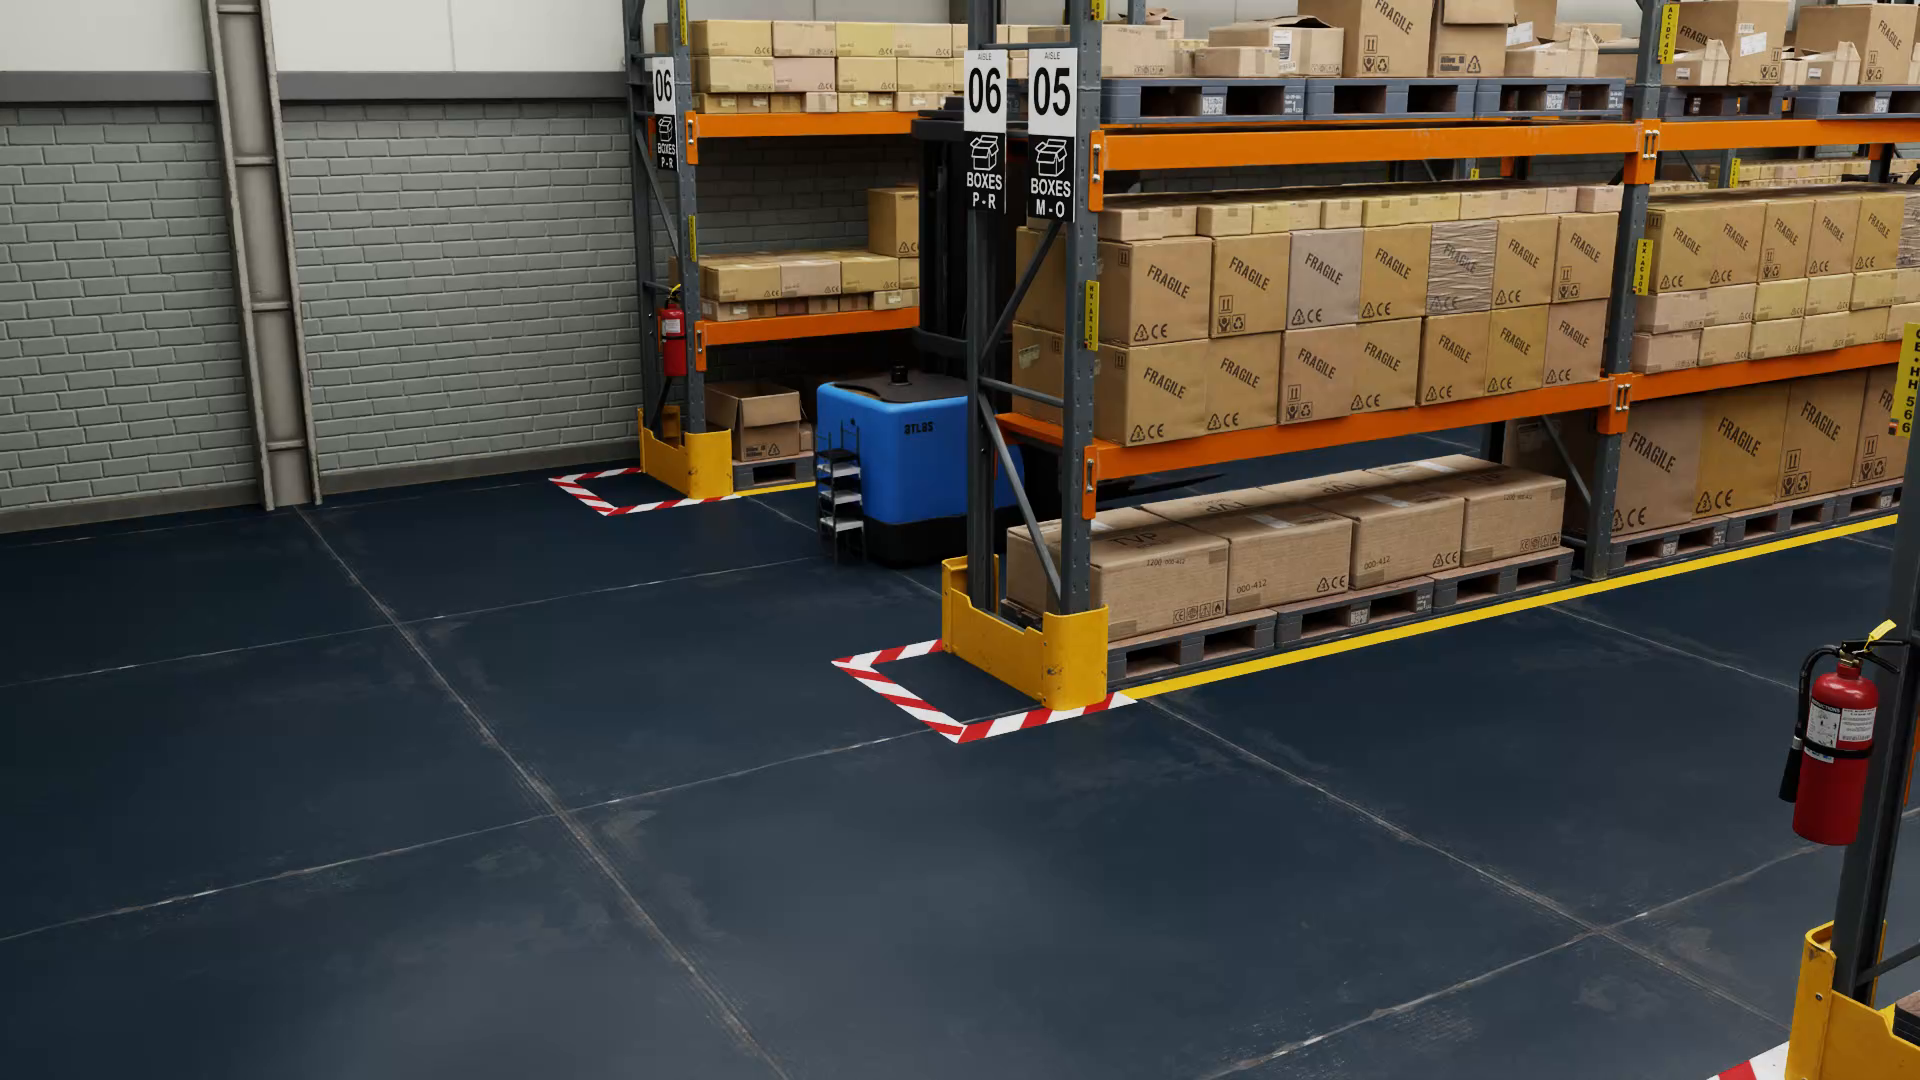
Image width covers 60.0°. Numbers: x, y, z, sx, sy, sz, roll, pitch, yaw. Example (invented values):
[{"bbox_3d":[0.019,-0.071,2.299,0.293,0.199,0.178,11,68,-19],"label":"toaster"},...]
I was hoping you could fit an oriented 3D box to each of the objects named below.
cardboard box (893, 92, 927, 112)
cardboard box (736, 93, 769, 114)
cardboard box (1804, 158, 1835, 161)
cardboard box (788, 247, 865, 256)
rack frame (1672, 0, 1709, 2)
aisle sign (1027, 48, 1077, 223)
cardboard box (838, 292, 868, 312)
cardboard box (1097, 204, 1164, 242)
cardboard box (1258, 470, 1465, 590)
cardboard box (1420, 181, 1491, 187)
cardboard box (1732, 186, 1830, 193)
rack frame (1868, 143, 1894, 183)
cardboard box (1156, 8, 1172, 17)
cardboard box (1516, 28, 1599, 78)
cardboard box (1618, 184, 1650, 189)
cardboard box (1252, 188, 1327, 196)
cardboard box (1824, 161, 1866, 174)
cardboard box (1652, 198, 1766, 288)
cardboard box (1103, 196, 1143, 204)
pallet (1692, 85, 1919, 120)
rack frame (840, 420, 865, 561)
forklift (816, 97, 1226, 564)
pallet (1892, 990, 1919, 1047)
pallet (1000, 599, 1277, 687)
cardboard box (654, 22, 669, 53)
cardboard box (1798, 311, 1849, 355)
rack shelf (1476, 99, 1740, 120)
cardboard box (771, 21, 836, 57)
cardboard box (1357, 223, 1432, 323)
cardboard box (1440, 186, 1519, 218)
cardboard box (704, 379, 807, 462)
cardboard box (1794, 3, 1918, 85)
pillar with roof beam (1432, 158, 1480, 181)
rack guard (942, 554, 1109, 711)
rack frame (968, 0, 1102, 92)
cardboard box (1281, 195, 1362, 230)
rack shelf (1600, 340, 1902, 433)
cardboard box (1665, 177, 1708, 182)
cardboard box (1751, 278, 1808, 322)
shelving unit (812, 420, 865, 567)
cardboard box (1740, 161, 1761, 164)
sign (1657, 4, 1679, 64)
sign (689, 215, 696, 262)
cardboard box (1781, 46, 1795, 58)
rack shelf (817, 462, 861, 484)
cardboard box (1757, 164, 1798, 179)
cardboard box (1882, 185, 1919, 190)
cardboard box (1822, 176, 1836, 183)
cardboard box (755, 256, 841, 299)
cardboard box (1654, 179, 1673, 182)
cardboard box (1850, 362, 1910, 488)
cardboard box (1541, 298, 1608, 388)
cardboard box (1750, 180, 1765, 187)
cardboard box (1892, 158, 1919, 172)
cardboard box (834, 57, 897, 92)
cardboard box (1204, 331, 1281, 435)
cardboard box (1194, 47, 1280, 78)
[{"bbox_3d":[-0.457,-3.393,12.864,0.250,0.149,0.380,-9,18,-30],"label":"cardboard box"},{"bbox_3d":[-1.610,-3.245,12.336,0.250,0.149,0.380,-9,18,-29],"label":"cardboard box"},{"bbox_3d":[10.209,-4.477,19.885,0.250,0.149,0.380,-9,18,-28],"label":"cardboard box"},{"bbox_3d":[-1.087,-2.224,13.512,0.500,0.250,0.500,-9,18,-28],"label":"cardboard box"},{"bbox_3d":[8.072,-6.445,17.730,0.127,3.000,1.000,-9,18,-30],"label":"rack frame"},{"bbox_3d":[0.433,-1.915,7.868,0.004,0.787,0.394,-9,18,-30],"label":"aisle sign"},{"bbox_3d":[-0.917,-1.899,13.094,0.250,0.149,0.380,-9,18,-29],"label":"cardboard box"},{"bbox_3d":[0.792,-1.568,8.205,0.250,0.149,0.380,-9,18,-29],"label":"cardboard box"},{"bbox_3d":[2.413,-0.078,10.099,0.875,0.438,0.875,-10,18,-31],"label":"cardboard box"},{"bbox_3d":[2.961,-2.070,9.997,0.250,0.149,0.380,-9,18,-30],"label":"cardboard box"},{"bbox_3d":[5.782,-2.231,11.772,0.500,0.500,0.500,-9,18,-28],"label":"cardboard box"},{"bbox_3d":[7.203,-1.852,12.461,0.127,3.000,1.000,-9,18,-30],"label":"rack frame"},{"bbox_3d":[1.651,-4.464,14.402,0.258,0.266,0.396,-9,18,-30],"label":"cardboard box"},{"bbox_3d":[3.391,-2.764,9.440,0.258,0.266,0.396,-9,18,-28],"label":"cardboard box"},{"bbox_3d":[7.031,-3.667,17.547,0.250,0.149,0.380,-10,18,-31],"label":"cardboard box"},{"bbox_3d":[1.850,-1.901,9.394,0.250,0.149,0.380,-9,18,-28],"label":"cardboard box"},{"bbox_3d":[10.260,-4.317,19.315,0.250,0.149,0.380,-9,18,-29],"label":"cardboard box"},{"bbox_3d":[4.721,-1.898,10.585,0.500,0.500,0.500,-9,18,-30],"label":"cardboard box"},{"bbox_3d":[0.755,-1.719,8.747,0.250,0.149,0.380,-9,18,-29],"label":"cardboard box"},{"bbox_3d":[5.721,-2.948,11.161,1.213,0.211,1.003,-8,18,-27],"label":"pallet"},{"bbox_3d":[-0.701,-0.321,10.858,0.006,0.900,0.240,-12,20,-30],"label":"rack frame"},{"bbox_3d":[0.532,-1.542,11.482,3.031,2.935,1.130,-10,19,-32],"label":"forklift"},{"bbox_3d":[3.761,1.618,5.246,1.213,0.211,1.003,-9,18,-30],"label":"pallet"},{"bbox_3d":[0.990,0.473,9.331,1.213,0.211,1.003,-9,18,-30],"label":"pallet"},{"bbox_3d":[-1.977,-3.771,12.547,0.500,0.250,0.500,-10,18,-31],"label":"cardboard box"},{"bbox_3d":[5.611,-1.431,11.237,0.500,0.250,0.500,-10,18,-31],"label":"cardboard box"},{"bbox_3d":[6.358,-4.376,17.240,4.000,0.370,1.077,-9,18,-30],"label":"rack shelf"},{"bbox_3d":[-1.259,-3.714,12.346,0.500,0.250,0.500,-9,18,-30],"label":"cardboard box"},{"bbox_3d":[2.207,-1.487,9.120,0.500,0.500,0.500,-9,18,-29],"label":"cardboard box"},{"bbox_3d":[2.965,-1.939,9.529,0.250,0.149,0.380,-9,18,-30],"label":"cardboard box"},{"bbox_3d":[-1.641,-0.952,13.094,0.637,0.503,0.797,-10,19,-32],"label":"cardboard box"},{"bbox_3d":[5.841,-3.235,10.872,0.500,0.500,0.500,-9,18,-29],"label":"cardboard box"},{"bbox_3d":[7.514,-5.283,13.583,0.400,9.000,9.100,-9,18,-30],"label":"pillar with roof beam"},{"bbox_3d":[0.325,0.467,8.819,0.348,0.500,1.175,-9,18,-30],"label":"rack guard"},{"bbox_3d":[0.345,-3.629,7.684,0.127,3.000,1.000,-9,18,-30],"label":"rack frame"},{"bbox_3d":[1.912,-1.745,8.836,0.250,0.149,0.380,-9,18,-29],"label":"cardboard box"},{"bbox_3d":[5.488,-1.228,11.566,4.000,0.370,1.077,-9,18,-30],"label":"rack shelf"},{"bbox_3d":[8.215,-4.021,18.810,0.250,0.149,0.380,-9,18,-30],"label":"cardboard box"},{"bbox_3d":[5.175,-1.604,10.926,0.500,0.250,0.500,-9,18,-29],"label":"cardboard box"},{"bbox_3d":[-0.787,-0.303,10.807,0.210,0.900,0.258,-12,20,-30],"label":"shelving unit"},{"bbox_3d":[9.061,-4.320,19.326,0.250,0.149,0.380,-10,18,-31],"label":"cardboard box"},{"bbox_3d":[4.061,-2.900,9.535,0.005,0.325,0.100,-9,18,-30],"label":"sign"},{"bbox_3d":[-1.935,-2.180,12.024,0.005,0.325,0.100,-9,18,-30],"label":"sign"},{"bbox_3d":[8.911,-5.267,18.288,0.500,0.311,0.500,-9,18,-29],"label":"cardboard box"},{"bbox_3d":[-0.791,-0.443,10.765,0.200,0.077,0.258,-12,20,-30],"label":"rack shelf"},{"bbox_3d":[9.163,-4.143,18.693,0.250,0.149,0.380,-9,18,-28],"label":"cardboard box"},{"bbox_3d":[6.894,-2.250,11.840,0.500,0.500,0.500,-10,18,-31],"label":"cardboard box"},{"bbox_3d":[9.816,-4.111,19.130,0.250,0.149,0.380,-10,18,-31],"label":"cardboard box"},{"bbox_3d":[-1.255,-2.030,12.822,0.500,0.250,0.500,-9,18,-29],"label":"cardboard box"},{"bbox_3d":[7.660,-3.918,18.441,0.250,0.149,0.380,-10,18,-31],"label":"cardboard box"},{"bbox_3d":[6.568,-0.955,12.417,0.875,0.875,0.875,-9,18,-30],"label":"cardboard box"},{"bbox_3d":[3.508,-1.221,10.023,0.500,0.500,0.500,-9,18,-29],"label":"cardboard box"},{"bbox_3d":[8.702,-3.937,18.509,0.250,0.149,0.380,-9,18,-28],"label":"cardboard box"},{"bbox_3d":[11.302,-4.518,20.030,0.250,0.149,0.380,-9,18,-30],"label":"cardboard box"},{"bbox_3d":[-0.823,-3.546,12.671,0.500,0.250,0.500,-10,18,-31],"label":"cardboard box"},{"bbox_3d":[1.324,-0.866,8.755,0.500,0.500,0.500,-10,18,-31],"label":"cardboard box"},{"bbox_3d":[1.396,-2.412,8.402,0.250,0.149,0.380,-8,18,-28],"label":"cardboard box"}]
